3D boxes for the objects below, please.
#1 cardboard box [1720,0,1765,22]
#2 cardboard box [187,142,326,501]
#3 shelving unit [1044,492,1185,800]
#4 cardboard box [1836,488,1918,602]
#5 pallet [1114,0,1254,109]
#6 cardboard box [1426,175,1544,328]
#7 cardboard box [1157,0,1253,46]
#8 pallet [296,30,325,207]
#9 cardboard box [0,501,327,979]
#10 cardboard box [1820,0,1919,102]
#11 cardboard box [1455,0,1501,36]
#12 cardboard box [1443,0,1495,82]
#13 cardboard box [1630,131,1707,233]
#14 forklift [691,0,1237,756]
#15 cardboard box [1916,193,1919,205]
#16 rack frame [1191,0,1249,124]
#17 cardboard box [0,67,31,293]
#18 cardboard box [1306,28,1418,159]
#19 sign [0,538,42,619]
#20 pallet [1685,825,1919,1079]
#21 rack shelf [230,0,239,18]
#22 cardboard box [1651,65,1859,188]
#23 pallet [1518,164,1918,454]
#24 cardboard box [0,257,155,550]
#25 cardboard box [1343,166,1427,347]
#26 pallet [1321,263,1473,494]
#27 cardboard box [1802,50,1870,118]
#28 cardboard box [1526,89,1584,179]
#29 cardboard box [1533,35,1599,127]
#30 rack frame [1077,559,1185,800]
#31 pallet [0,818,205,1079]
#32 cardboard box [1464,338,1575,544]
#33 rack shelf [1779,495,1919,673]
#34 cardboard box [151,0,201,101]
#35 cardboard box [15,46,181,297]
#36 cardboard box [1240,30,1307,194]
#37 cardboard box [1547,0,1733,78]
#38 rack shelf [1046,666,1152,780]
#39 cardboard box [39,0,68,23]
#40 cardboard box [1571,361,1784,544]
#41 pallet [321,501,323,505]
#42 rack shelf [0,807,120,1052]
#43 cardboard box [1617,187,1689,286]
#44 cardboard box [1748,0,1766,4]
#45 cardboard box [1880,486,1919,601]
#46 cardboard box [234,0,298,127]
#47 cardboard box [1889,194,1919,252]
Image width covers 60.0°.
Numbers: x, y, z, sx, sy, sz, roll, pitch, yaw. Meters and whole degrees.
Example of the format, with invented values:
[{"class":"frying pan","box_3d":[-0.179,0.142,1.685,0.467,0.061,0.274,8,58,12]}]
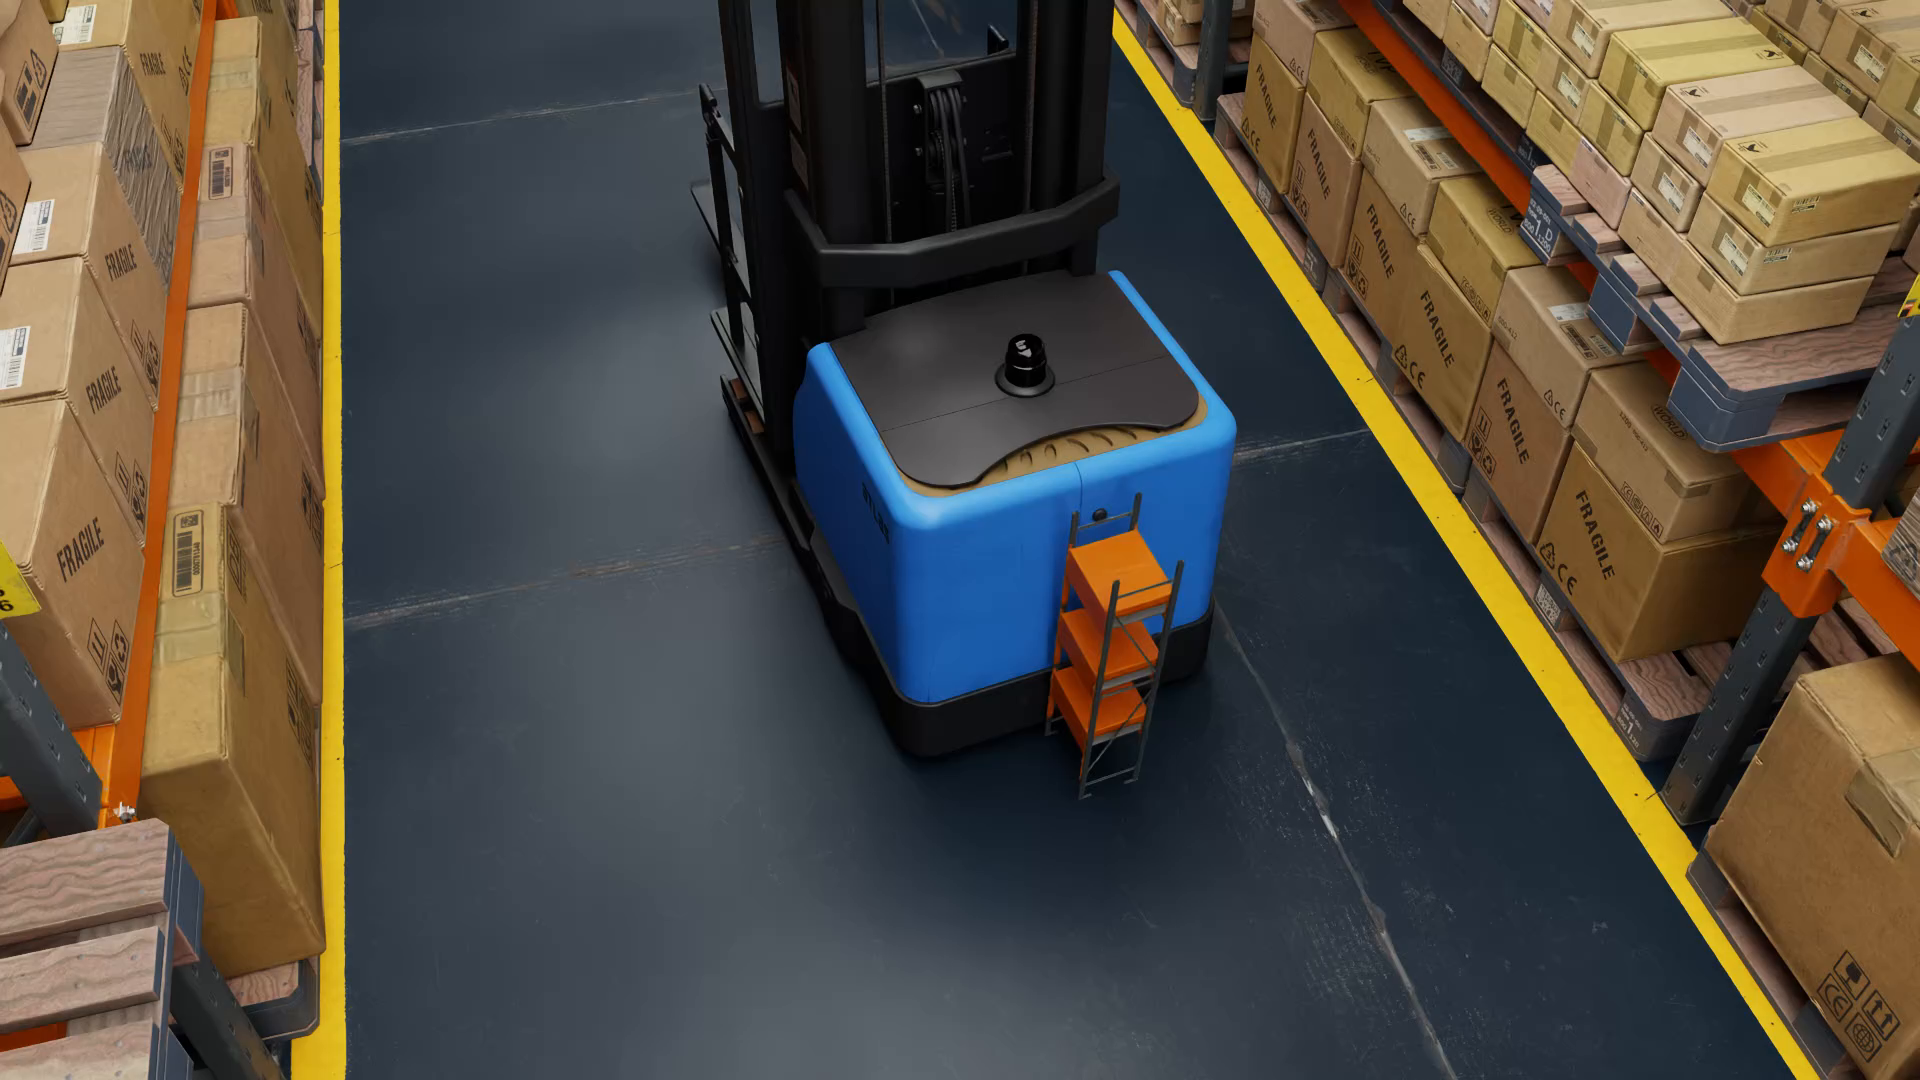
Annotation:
[{"class":"cardboard box","box_3d":[2.395,-1.582,4.873,0.380,0.149,0.250,-11,47,-10]},{"class":"cardboard box","box_3d":[-2.836,-0.604,5.435,1.225,0.875,0.875,-12,47,-12]},{"class":"shelving unit","box_3d":[0.416,0.327,4.681,0.215,1.050,0.252,-16,53,-15]},{"class":"cardboard box","box_3d":[2.661,-0.138,5.241,0.500,0.500,0.500,-13,47,-12]},{"class":"pallet","box_3d":[1.365,-2.574,8.125,1.003,0.211,1.213,-11,47,-10]},{"class":"cardboard box","box_3d":[1.912,-0.990,5.552,0.500,0.250,0.500,-10,46,-9]},{"class":"cardboard box","box_3d":[1.142,-2.450,7.753,0.380,0.149,0.250,-10,46,-10]},{"class":"pallet","box_3d":[-3.368,-1.819,7.385,1.003,0.211,1.213,-11,47,-10]},{"class":"cardboard box","box_3d":[-2.381,0.622,4.234,1.225,0.875,0.875,-13,47,-12]},{"class":"cardboard box","box_3d":[2.535,-1.308,4.397,0.380,0.149,0.250,-11,47,-11]},{"class":"cardboard box","box_3d":[1.697,-1.642,4.933,0.380,0.149,0.250,-10,46,-9]},{"class":"cardboard box","box_3d":[1.702,-1.533,5.034,0.380,0.149,0.250,-9,46,-9]},{"class":"cardboard box","box_3d":[1.959,-0.936,4.241,0.380,0.149,0.250,-9,46,-9]},{"class":"forklift","box_3d":[-0.235,-1.443,5.112,1.130,2.935,3.031,-16,48,-15]},{"class":"cardboard box","box_3d":[2.666,-0.865,4.171,0.380,0.149,0.250,-9,46,-9]},{"class":"rack frame","box_3d":[1.572,-3.093,6.681,1.000,3.000,0.127,-11,47,-10]},{"class":"cardboard box","box_3d":[-2.561,-0.838,3.699,0.797,0.503,0.637,-10,46,-9]},{"class":"cardboard box","box_3d":[1.644,-1.702,6.249,0.500,0.250,0.500,-10,46,-9]},{"class":"sign","box_3d":[-1.703,0.023,2.872,0.100,0.325,0.005,-11,47,-10]},{"class":"pallet","box_3d":[2.725,1.203,4.423,1.003,0.211,1.213,-11,47,-10]},{"class":"rack shelf","box_3d":[-3.761,-3.385,7.471,1.077,0.370,4.000,-11,47,-10]},{"class":"cardboard box","box_3d":[1.965,-1.027,4.121,0.380,0.149,0.250,-11,47,-11]},{"class":"pallet","box_3d":[2.310,-0.737,4.506,1.213,0.211,1.003,-11,47,-10]},{"class":"cardboard box","box_3d":[-2.221,-0.270,3.844,0.500,0.500,0.500,-12,47,-11]},{"class":"cardboard box","box_3d":[1.789,-1.082,6.166,0.500,0.500,0.500,-10,46,-10]},{"class":"pallet","box_3d":[2.088,-0.736,6.323,1.003,0.211,1.213,-11,47,-10]},{"class":"cardboard box","box_3d":[2.523,-1.235,4.534,0.380,0.149,0.250,-12,47,-12]},{"class":"cardboard box","box_3d":[1.837,-1.169,4.677,0.380,0.149,0.250,-11,47,-11]},{"class":"cardboard box","box_3d":[1.826,-1.290,4.588,0.380,0.149,0.250,-11,47,-10]},{"class":"rack frame","box_3d":[0.462,0.415,4.610,0.200,1.050,0.008,-16,53,-15]},{"class":"pallet","box_3d":[-1.939,1.046,2.759,1.213,0.211,1.003,-11,47,-10]},{"class":"cardboard box","box_3d":[2.045,-0.369,5.468,0.500,0.500,0.500,-9,46,-9]},{"class":"rack shelf","box_3d":[3.108,1.301,2.878,1.077,0.370,4.000,-11,47,-10]},{"class":"cardboard box","box_3d":[-2.745,-1.675,5.221,0.500,0.500,0.500,-9,46,-9]},{"class":"cardboard box","box_3d":[-2.481,-0.969,4.529,0.500,0.500,0.500,-11,47,-10]},{"class":"cardboard box","box_3d":[1.504,-1.806,6.876,0.500,0.500,0.500,-9,46,-9]},{"class":"cardboard box","box_3d":[1.826,-1.391,4.479,0.380,0.149,0.250,-9,46,-9]},{"class":"rack shelf","box_3d":[0.406,0.512,4.903,0.215,0.259,0.240,-16,53,-15]},{"class":"cardboard box","box_3d":[-2.913,-1.726,4.569,0.797,0.503,0.637,-10,46,-10]},{"class":"cardboard box","box_3d":[2.167,-0.290,4.865,0.500,0.250,0.500,-12,47,-11]},{"class":"pallet","box_3d":[-2.663,0.083,5.521,1.003,0.211,1.213,-11,47,-10]},{"class":"rack shelf","box_3d":[-1.713,2.138,2.058,1.077,0.370,4.000,-11,47,-10]},{"class":"cardboard box","box_3d":[1.963,-0.819,4.334,0.380,0.149,0.250,-11,47,-10]},{"class":"cardboard box","box_3d":[2.396,-1.678,4.759,0.380,0.149,0.250,-9,46,-8]},{"class":"cardboard box","box_3d":[2.450,-0.007,3.587,0.500,0.500,0.500,-10,46,-10]},{"class":"cardboard box","box_3d":[-3.341,-2.129,6.930,0.875,0.875,0.875,-11,47,-10]},{"class":"cardboard box","box_3d":[2.608,-0.921,4.435,0.380,0.149,0.250,-9,46,-8]}]
